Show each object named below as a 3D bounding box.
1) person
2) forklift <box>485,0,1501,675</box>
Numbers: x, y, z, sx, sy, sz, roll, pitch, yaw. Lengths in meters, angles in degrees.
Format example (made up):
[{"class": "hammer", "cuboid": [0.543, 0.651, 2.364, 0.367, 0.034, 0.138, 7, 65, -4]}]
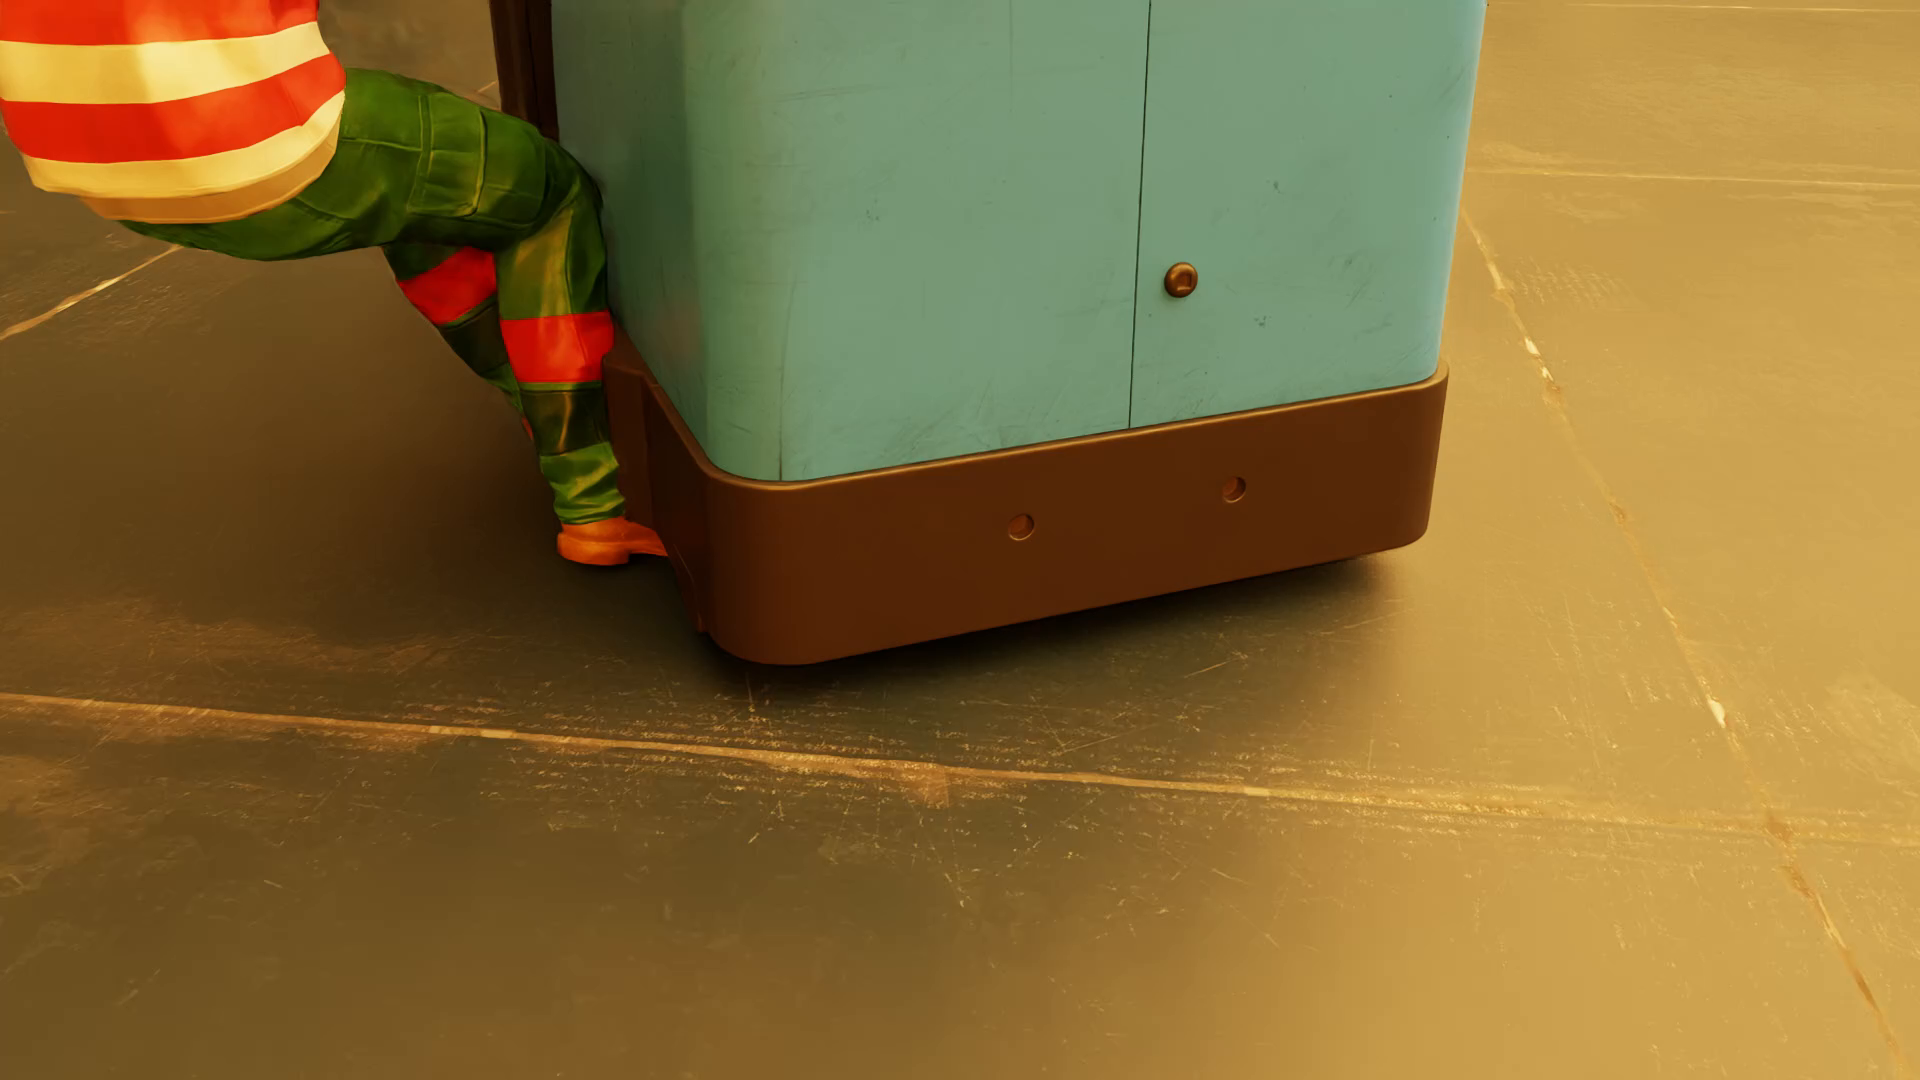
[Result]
[{"class": "person", "cuboid": [-0.991, -0.632, 2.215, 1.211, 1.453, 0.933, 7, 27, 14]}, {"class": "forklift", "cuboid": [-0.333, -1.783, 2.791, 1.130, 2.935, 3.031, -10, 28, -19]}]
